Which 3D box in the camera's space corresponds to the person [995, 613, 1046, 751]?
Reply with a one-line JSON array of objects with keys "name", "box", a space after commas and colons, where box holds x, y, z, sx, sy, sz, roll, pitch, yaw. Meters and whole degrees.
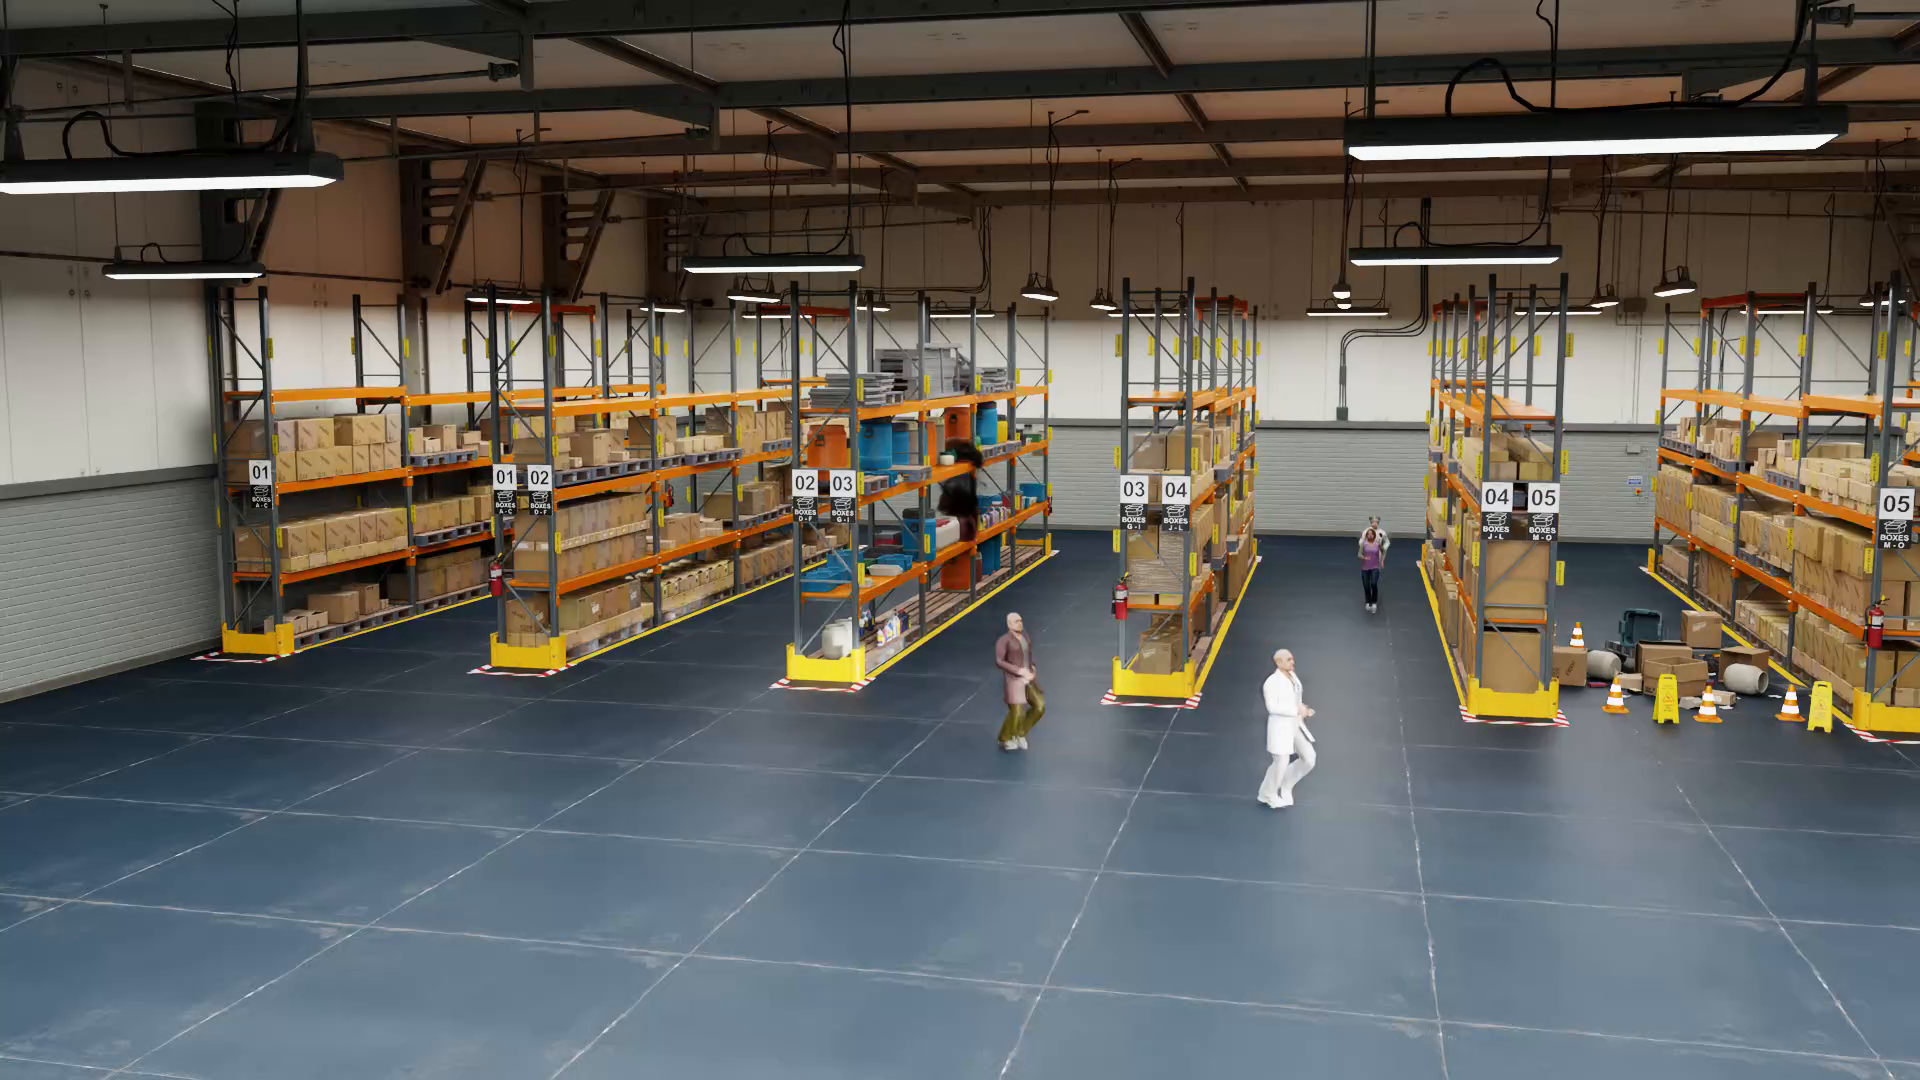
[{"name": "person", "box": [0.740, 1.767, 20.680, 0.720, 1.743, 0.688, -6, 9, -42]}]

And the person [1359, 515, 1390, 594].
[{"name": "person", "box": [8.391, 0.329, 33.679, 0.617, 1.667, 0.665, 1, 7, 12]}]

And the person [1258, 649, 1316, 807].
[{"name": "person", "box": [3.564, 2.054, 18.059, 0.685, 1.745, 0.709, -6, 9, -42]}]

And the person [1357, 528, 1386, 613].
[{"name": "person", "box": [7.816, 0.579, 31.626, 0.508, 1.605, 0.667, 2, 7, 20]}]
